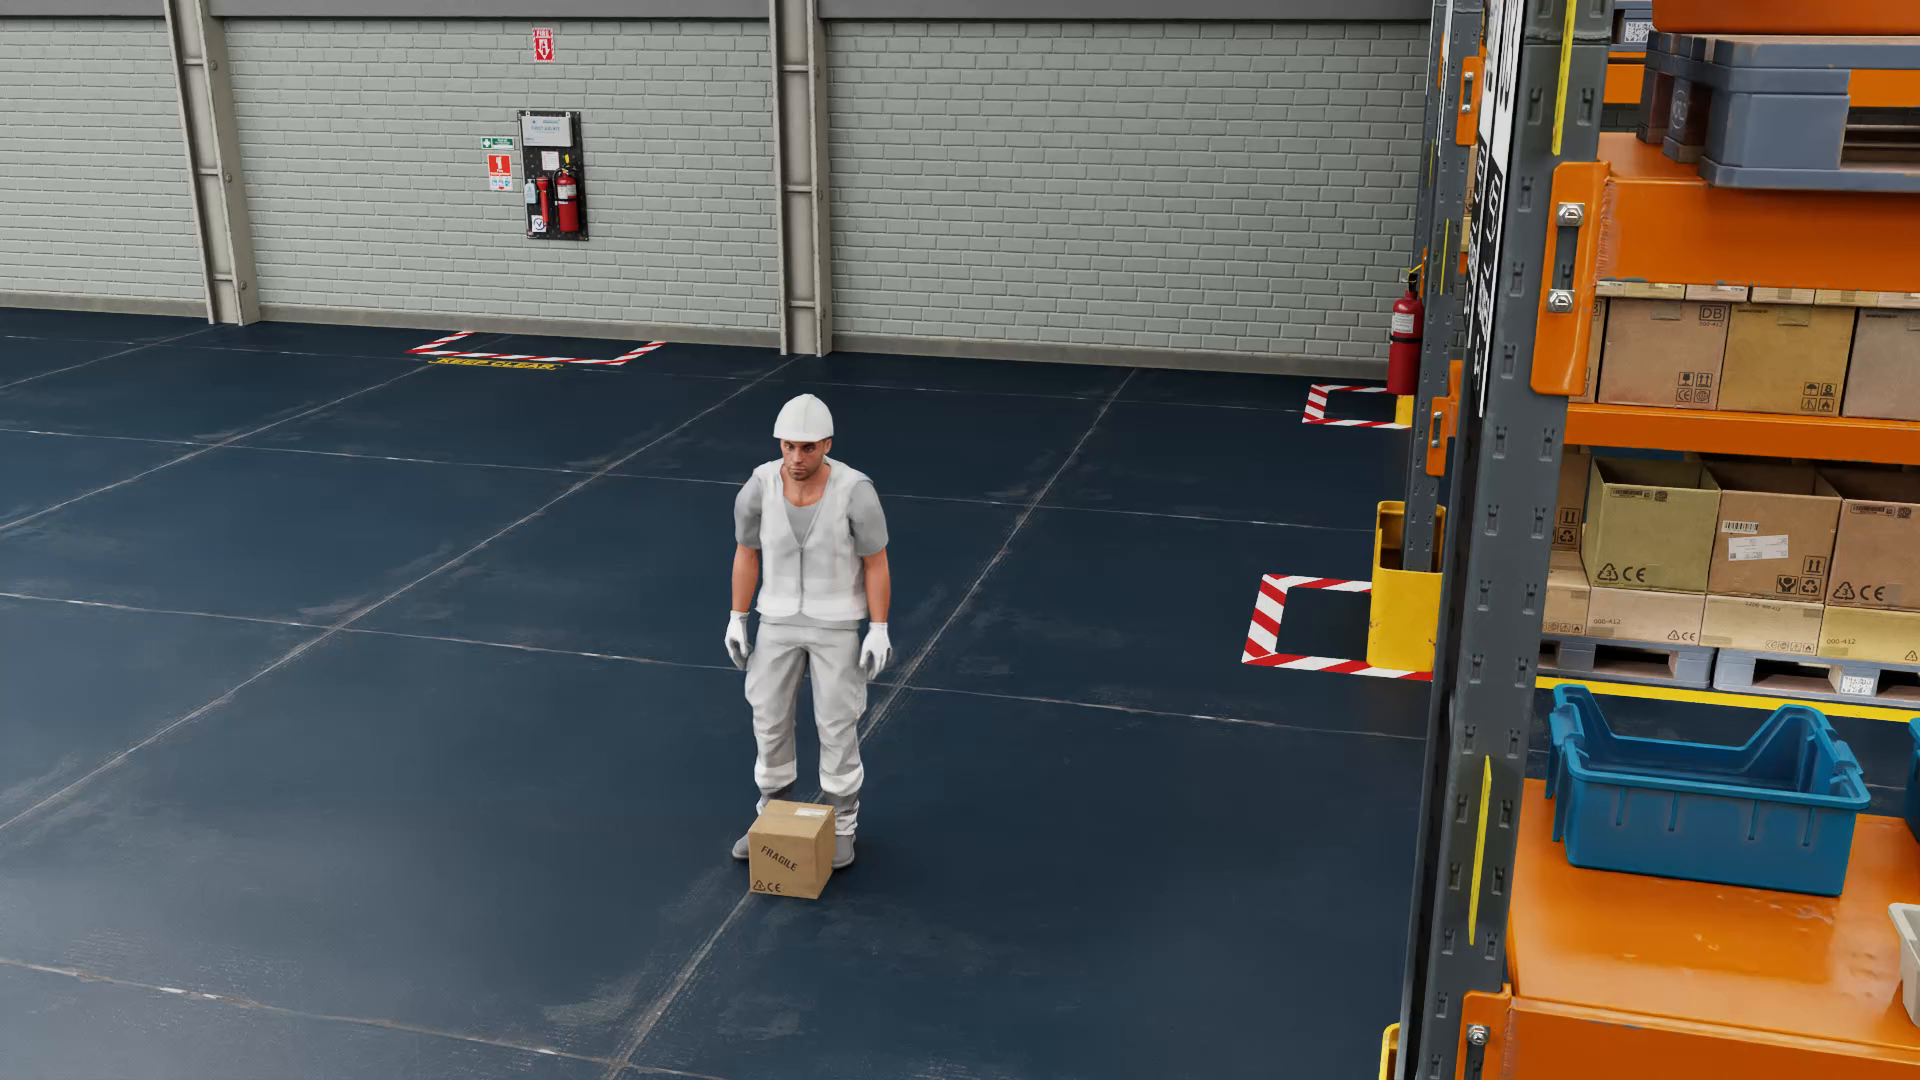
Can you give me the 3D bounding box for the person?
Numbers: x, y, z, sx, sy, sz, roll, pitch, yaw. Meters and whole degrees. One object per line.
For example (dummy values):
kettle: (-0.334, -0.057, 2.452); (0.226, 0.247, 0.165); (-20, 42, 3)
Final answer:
person: (-0.549, 0.330, 6.022); (0.617, 1.778, 0.453); (3, 18, 10)
